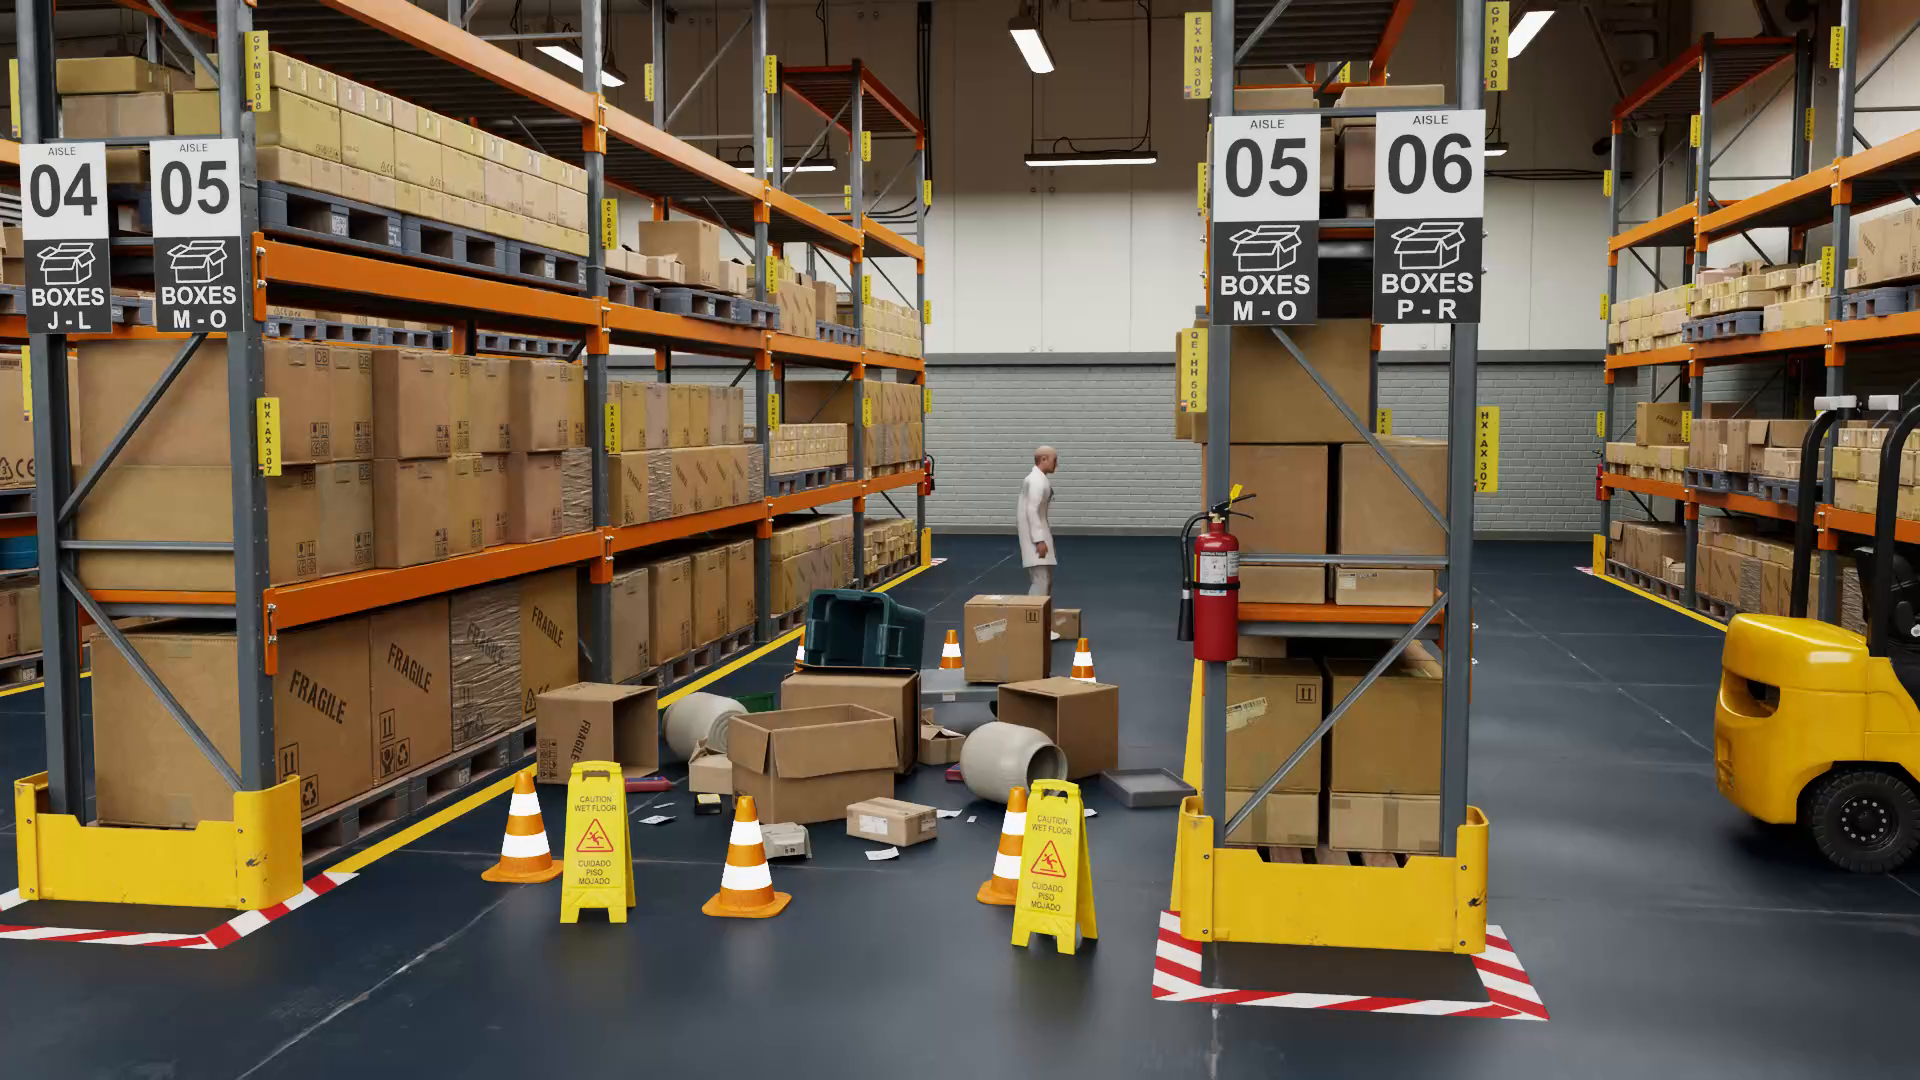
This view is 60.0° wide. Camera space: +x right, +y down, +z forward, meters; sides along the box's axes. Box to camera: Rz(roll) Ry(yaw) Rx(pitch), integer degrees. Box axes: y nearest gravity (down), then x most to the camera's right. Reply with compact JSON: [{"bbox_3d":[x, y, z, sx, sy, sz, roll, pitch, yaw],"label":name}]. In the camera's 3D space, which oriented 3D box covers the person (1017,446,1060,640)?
[{"bbox_3d":[0.738,0.017,15.372,0.429,1.772,0.643,0,4,6],"label":"person"}]
